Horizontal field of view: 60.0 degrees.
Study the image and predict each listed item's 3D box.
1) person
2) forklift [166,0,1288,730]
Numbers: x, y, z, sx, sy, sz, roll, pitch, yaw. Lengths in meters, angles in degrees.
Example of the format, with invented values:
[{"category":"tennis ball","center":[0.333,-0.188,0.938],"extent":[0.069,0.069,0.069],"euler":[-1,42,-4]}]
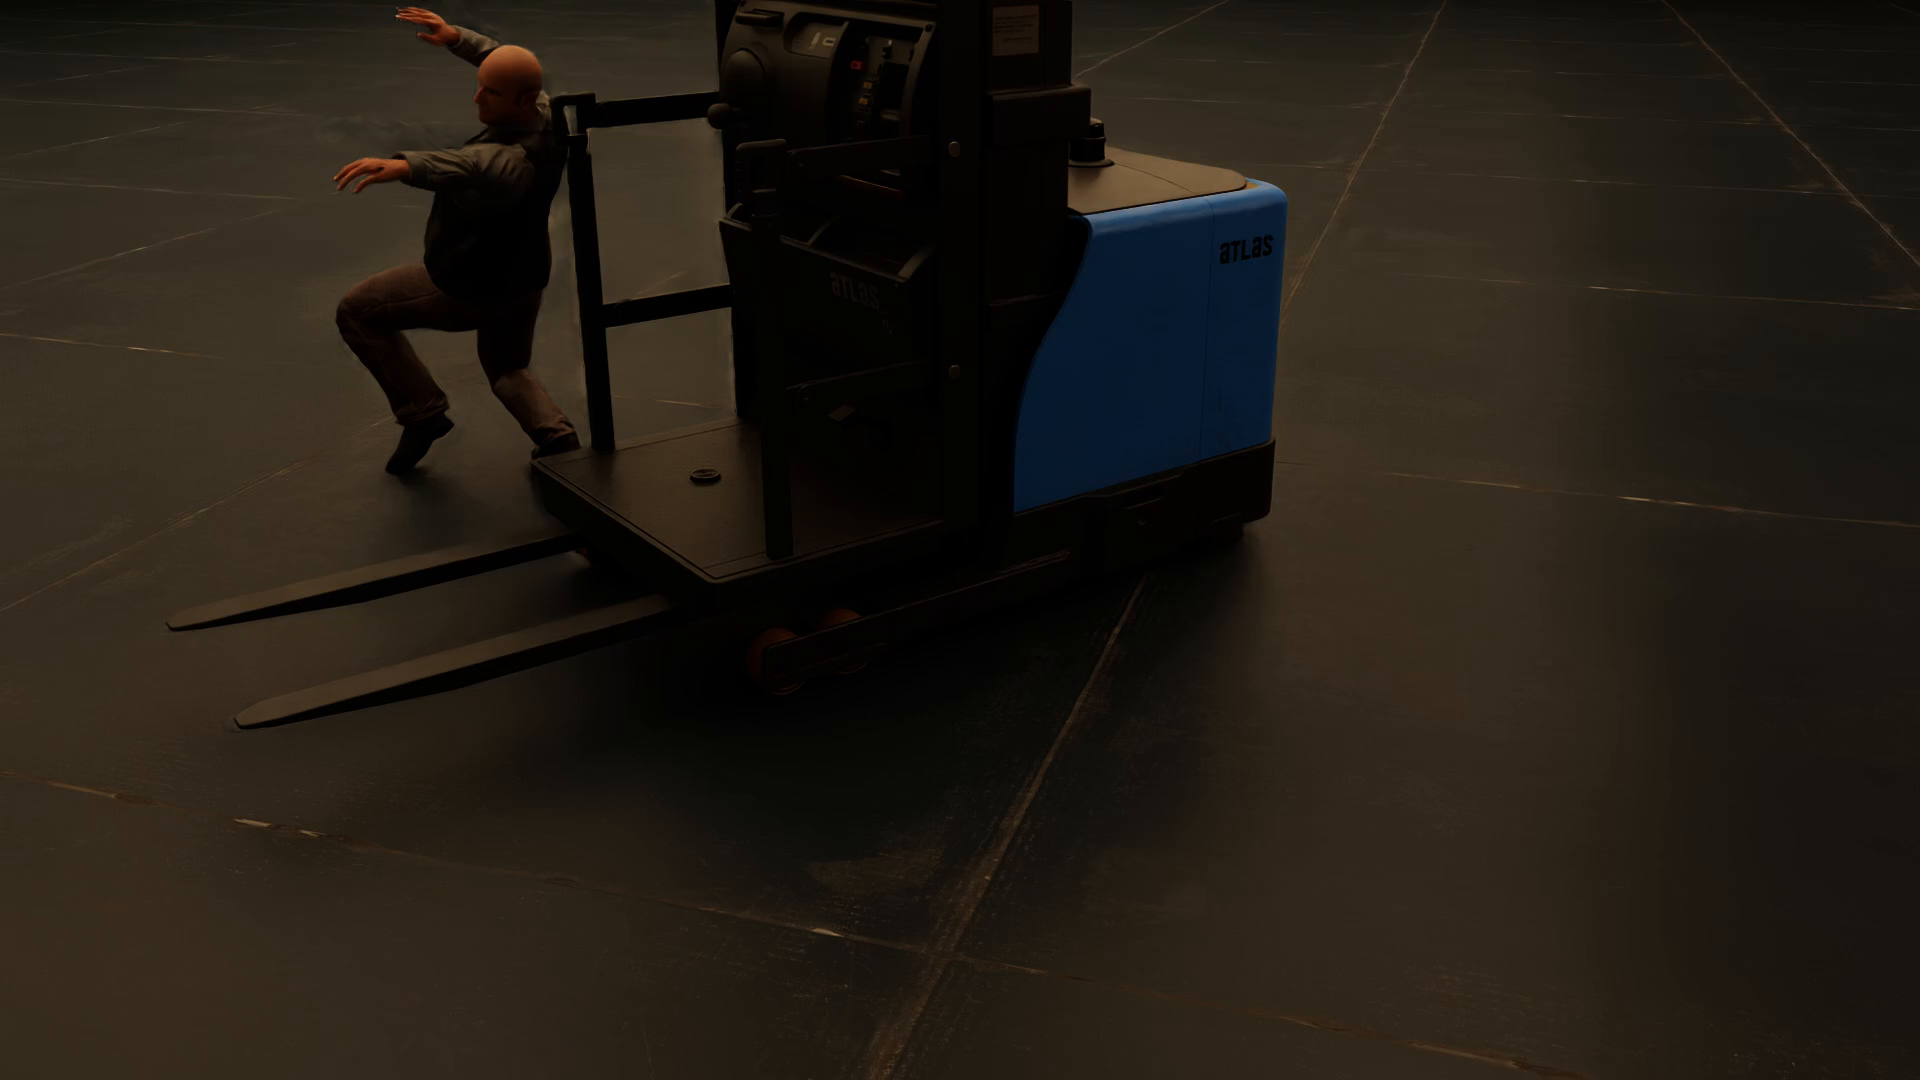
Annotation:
[{"category":"person","center":[-1.673,-0.840,5.195],"extent":[0.739,1.546,1.064],"euler":[11,25,24]},{"category":"forklift","center":[-0.524,-1.193,4.169],"extent":[3.031,2.935,1.130],"euler":[-16,27,-33]}]
